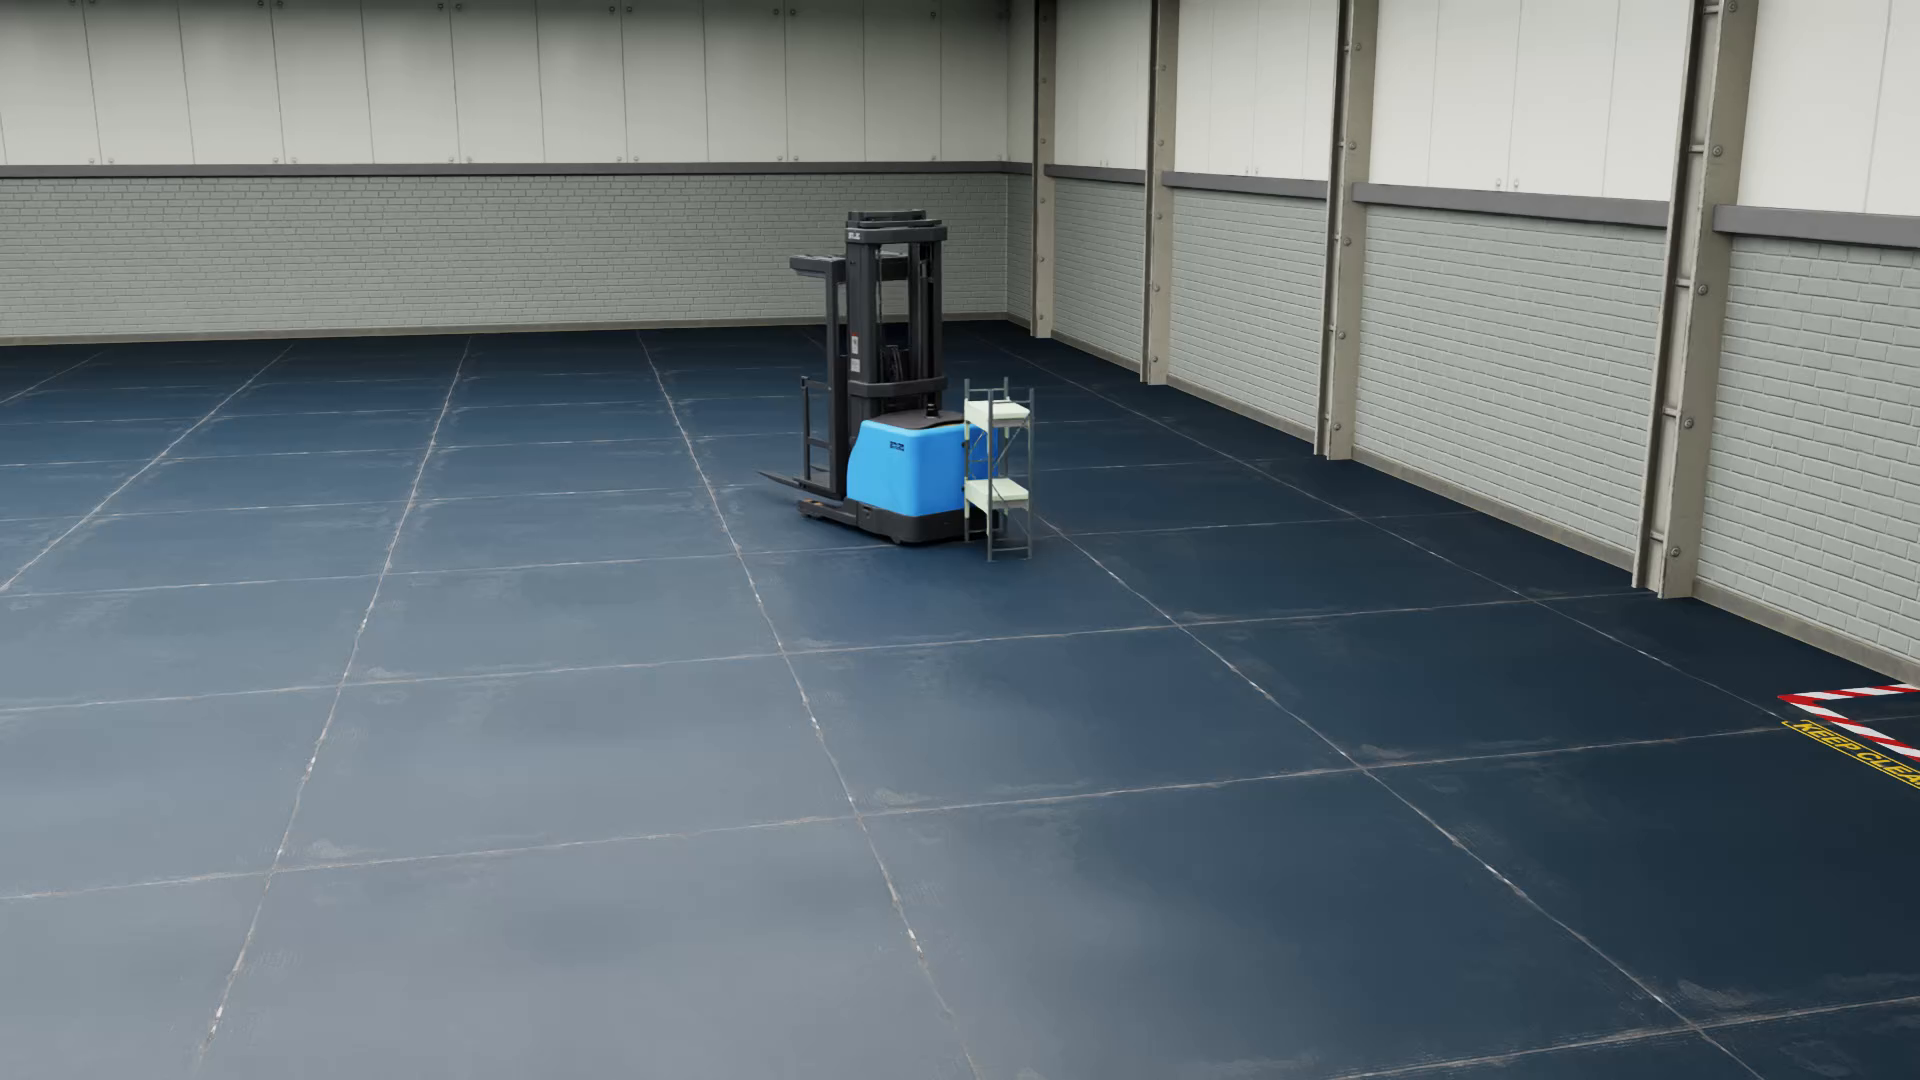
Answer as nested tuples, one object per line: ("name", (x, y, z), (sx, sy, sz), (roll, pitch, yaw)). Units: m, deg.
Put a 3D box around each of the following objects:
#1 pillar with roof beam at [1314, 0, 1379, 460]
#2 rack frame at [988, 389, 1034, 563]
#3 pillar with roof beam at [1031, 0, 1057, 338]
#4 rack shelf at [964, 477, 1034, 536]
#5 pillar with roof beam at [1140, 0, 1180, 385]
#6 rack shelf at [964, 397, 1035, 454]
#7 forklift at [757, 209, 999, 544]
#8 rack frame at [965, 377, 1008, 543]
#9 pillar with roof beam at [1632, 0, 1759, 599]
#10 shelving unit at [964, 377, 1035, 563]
("pillar with roof beam", (0.131, -5.099, 17.161), (9.100, 9.000, 0.400), (-3, 14, -13))
("rack frame", (0.437, -0.546, 14.327), (0.400, 1.500, 0.023), (-4, 14, -15))
("pillar with roof beam", (-2.688, -7.868, 28.492), (9.100, 9.000, 0.400), (-3, 14, -13))
("rack shelf", (0.338, -0.313, 14.746), (0.431, 0.370, 0.720), (-4, 14, -15))
("pillar with roof beam", (-1.279, -6.483, 22.826), (9.100, 9.000, 0.400), (-3, 14, -13))
("rack shelf", (0.338, -1.009, 14.576), (0.431, 0.370, 0.720), (-4, 14, -15))
("forklift", (-0.924, -1.681, 15.954), (1.130, 2.935, 3.031), (-10, 17, -36))
("rack frame", (0.238, -0.714, 15.011), (0.400, 1.500, 0.023), (-4, 14, -15))
("pillar with roof beam", (1.540, -3.715, 11.495), (9.100, 9.000, 0.400), (-3, 14, -13))
("shelving unit", (0.338, -0.630, 14.669), (0.431, 1.500, 0.755), (-4, 14, -15))
